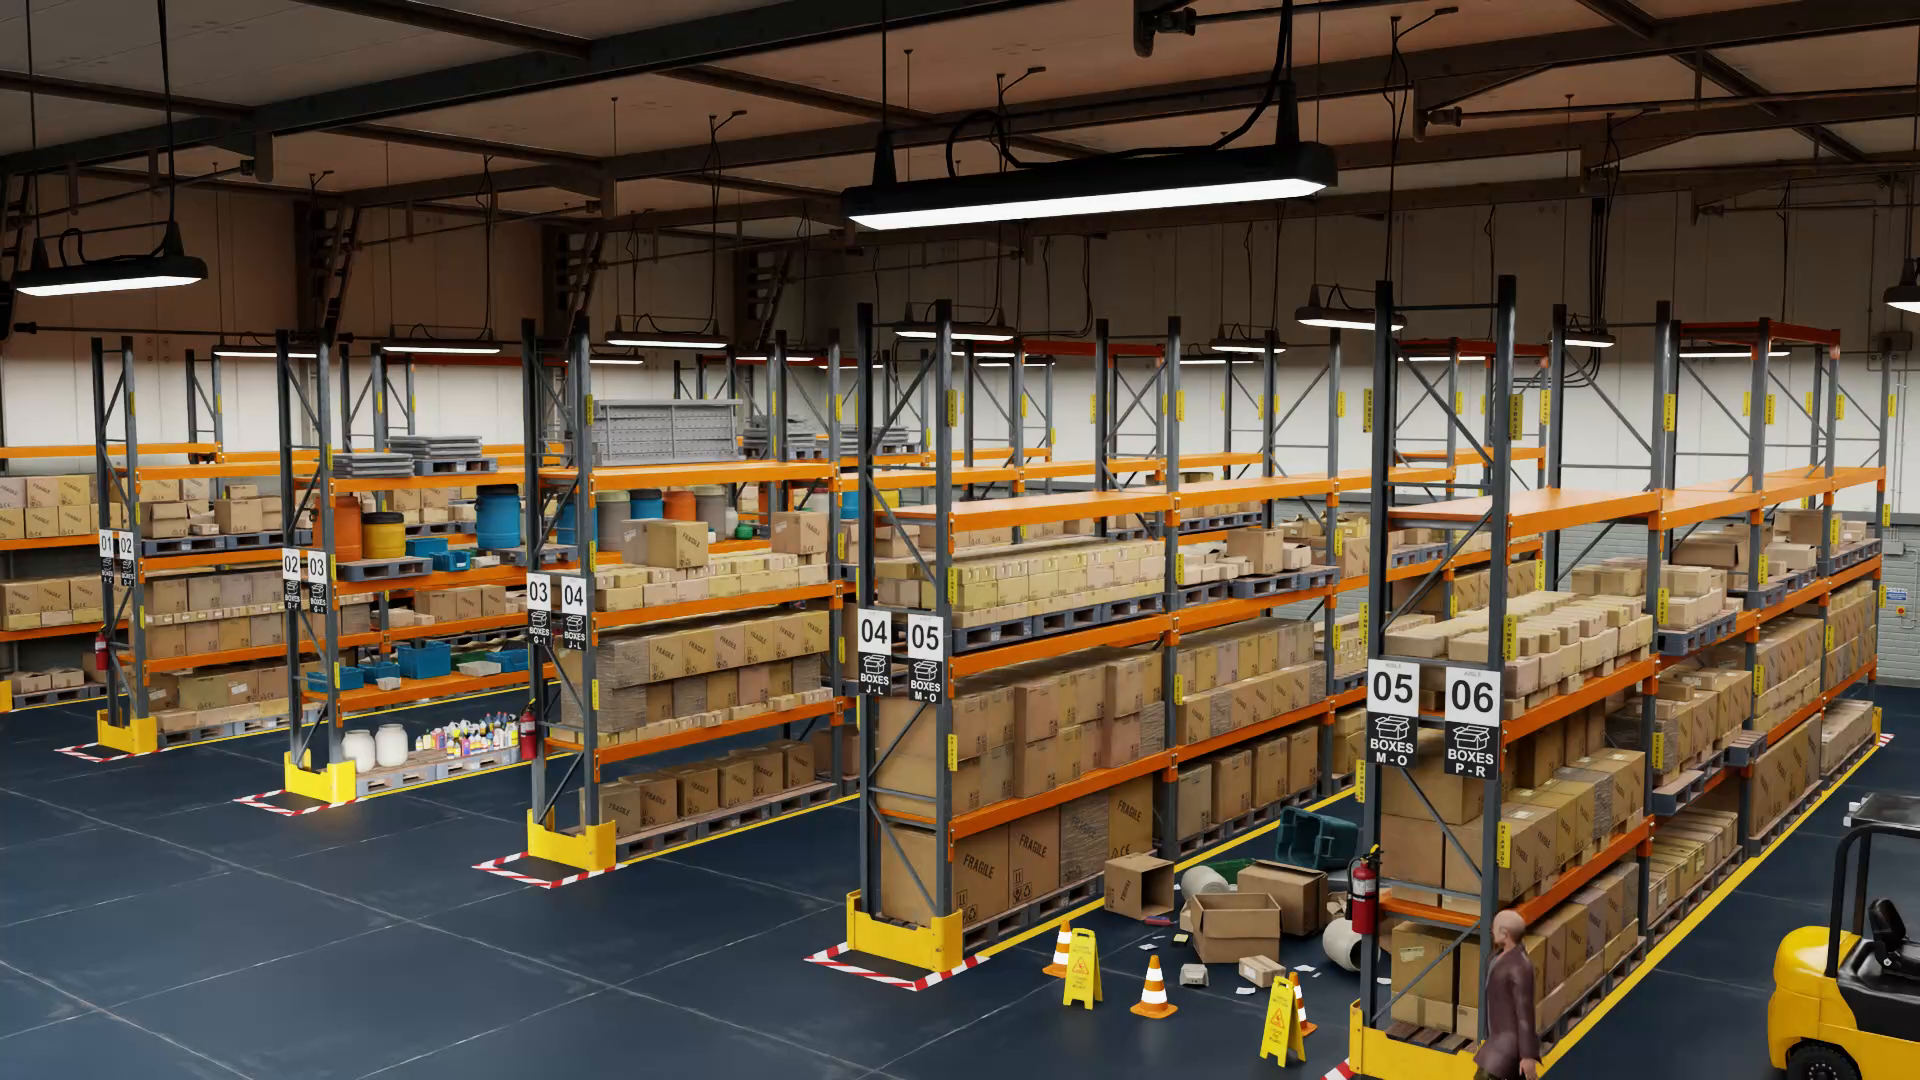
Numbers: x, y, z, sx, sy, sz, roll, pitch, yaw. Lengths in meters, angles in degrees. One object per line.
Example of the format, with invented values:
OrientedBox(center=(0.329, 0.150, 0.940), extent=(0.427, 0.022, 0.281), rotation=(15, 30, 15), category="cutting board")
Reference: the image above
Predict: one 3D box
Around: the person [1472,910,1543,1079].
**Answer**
OrientedBox(center=(3.704, 3.333, 11.132), extent=(1.119, 1.729, 0.698), rotation=(0, 5, 1), category="person")
